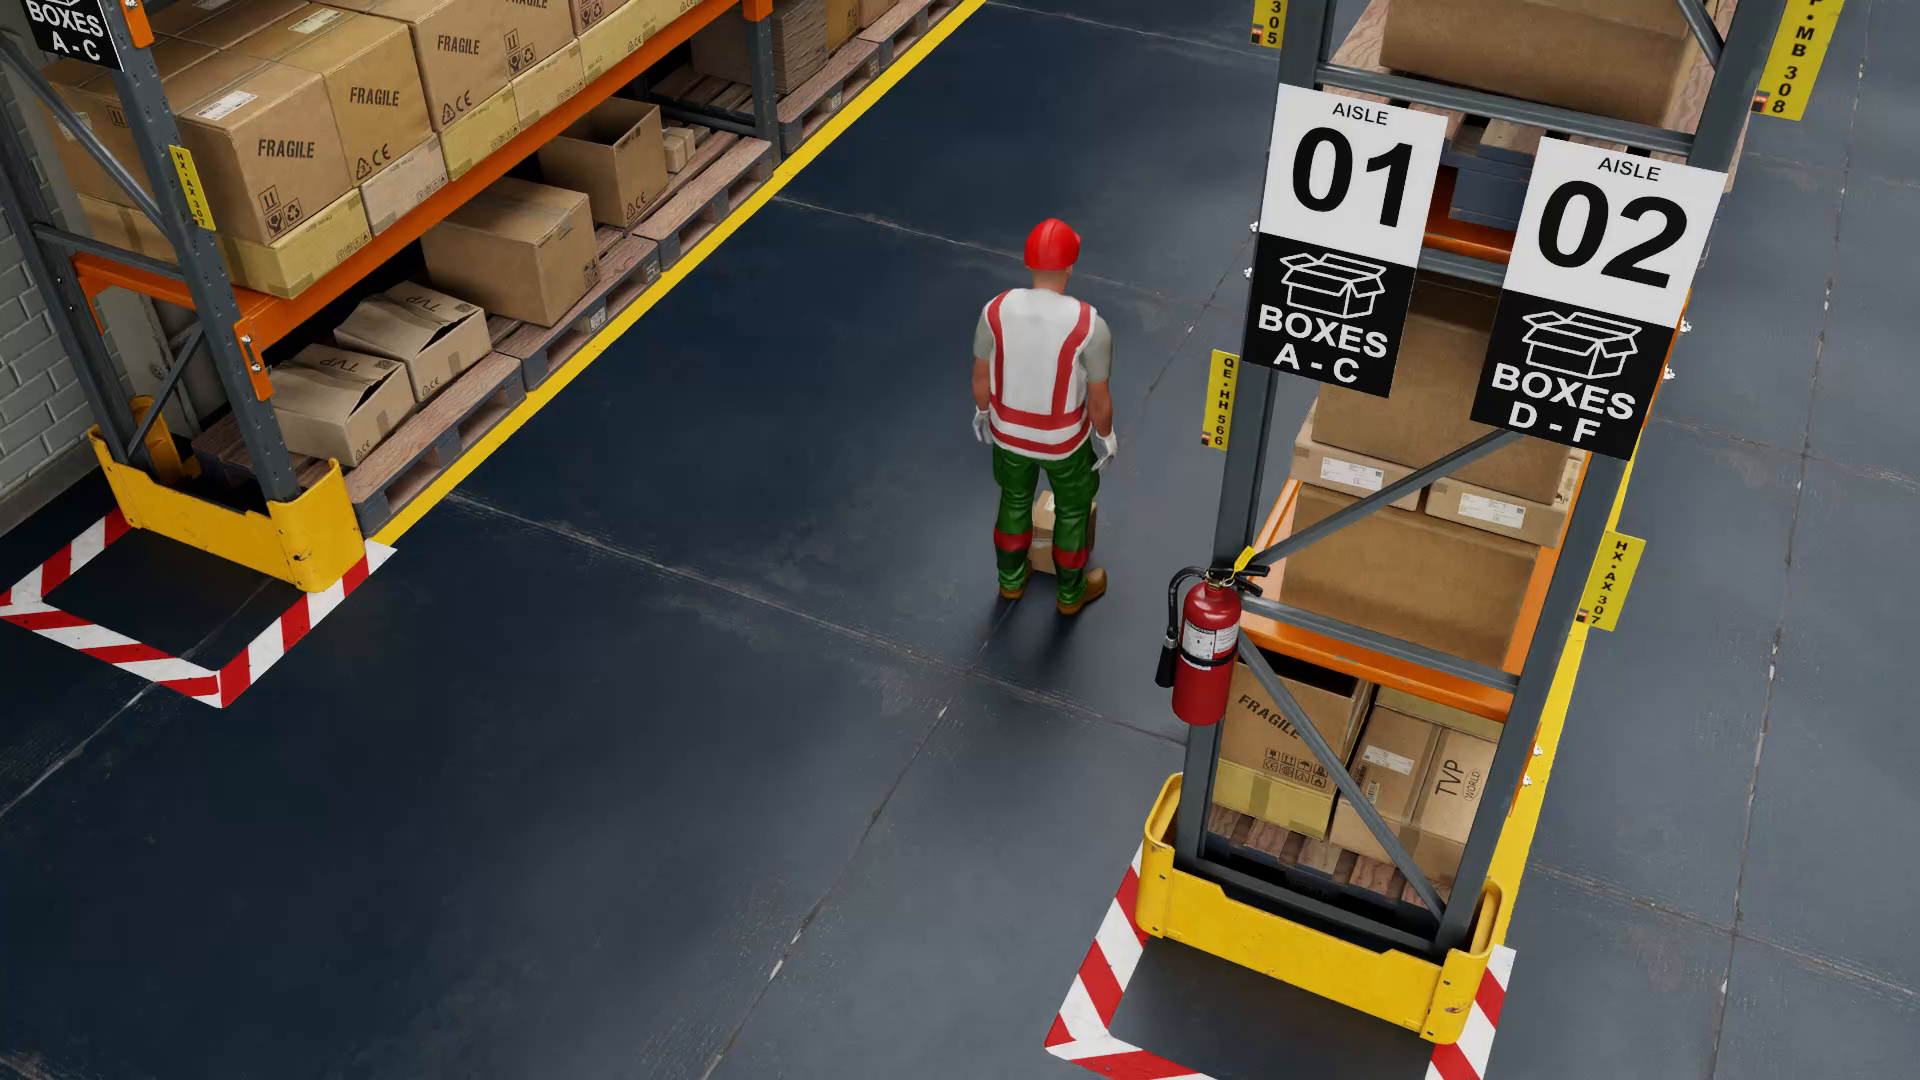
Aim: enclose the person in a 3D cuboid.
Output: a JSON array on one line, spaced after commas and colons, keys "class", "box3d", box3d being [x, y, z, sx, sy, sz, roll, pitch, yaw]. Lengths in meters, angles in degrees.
[{"class": "person", "box3d": [0.341, -0.457, 6.666, 0.607, 1.774, 0.454, 15, 44, 17]}]
